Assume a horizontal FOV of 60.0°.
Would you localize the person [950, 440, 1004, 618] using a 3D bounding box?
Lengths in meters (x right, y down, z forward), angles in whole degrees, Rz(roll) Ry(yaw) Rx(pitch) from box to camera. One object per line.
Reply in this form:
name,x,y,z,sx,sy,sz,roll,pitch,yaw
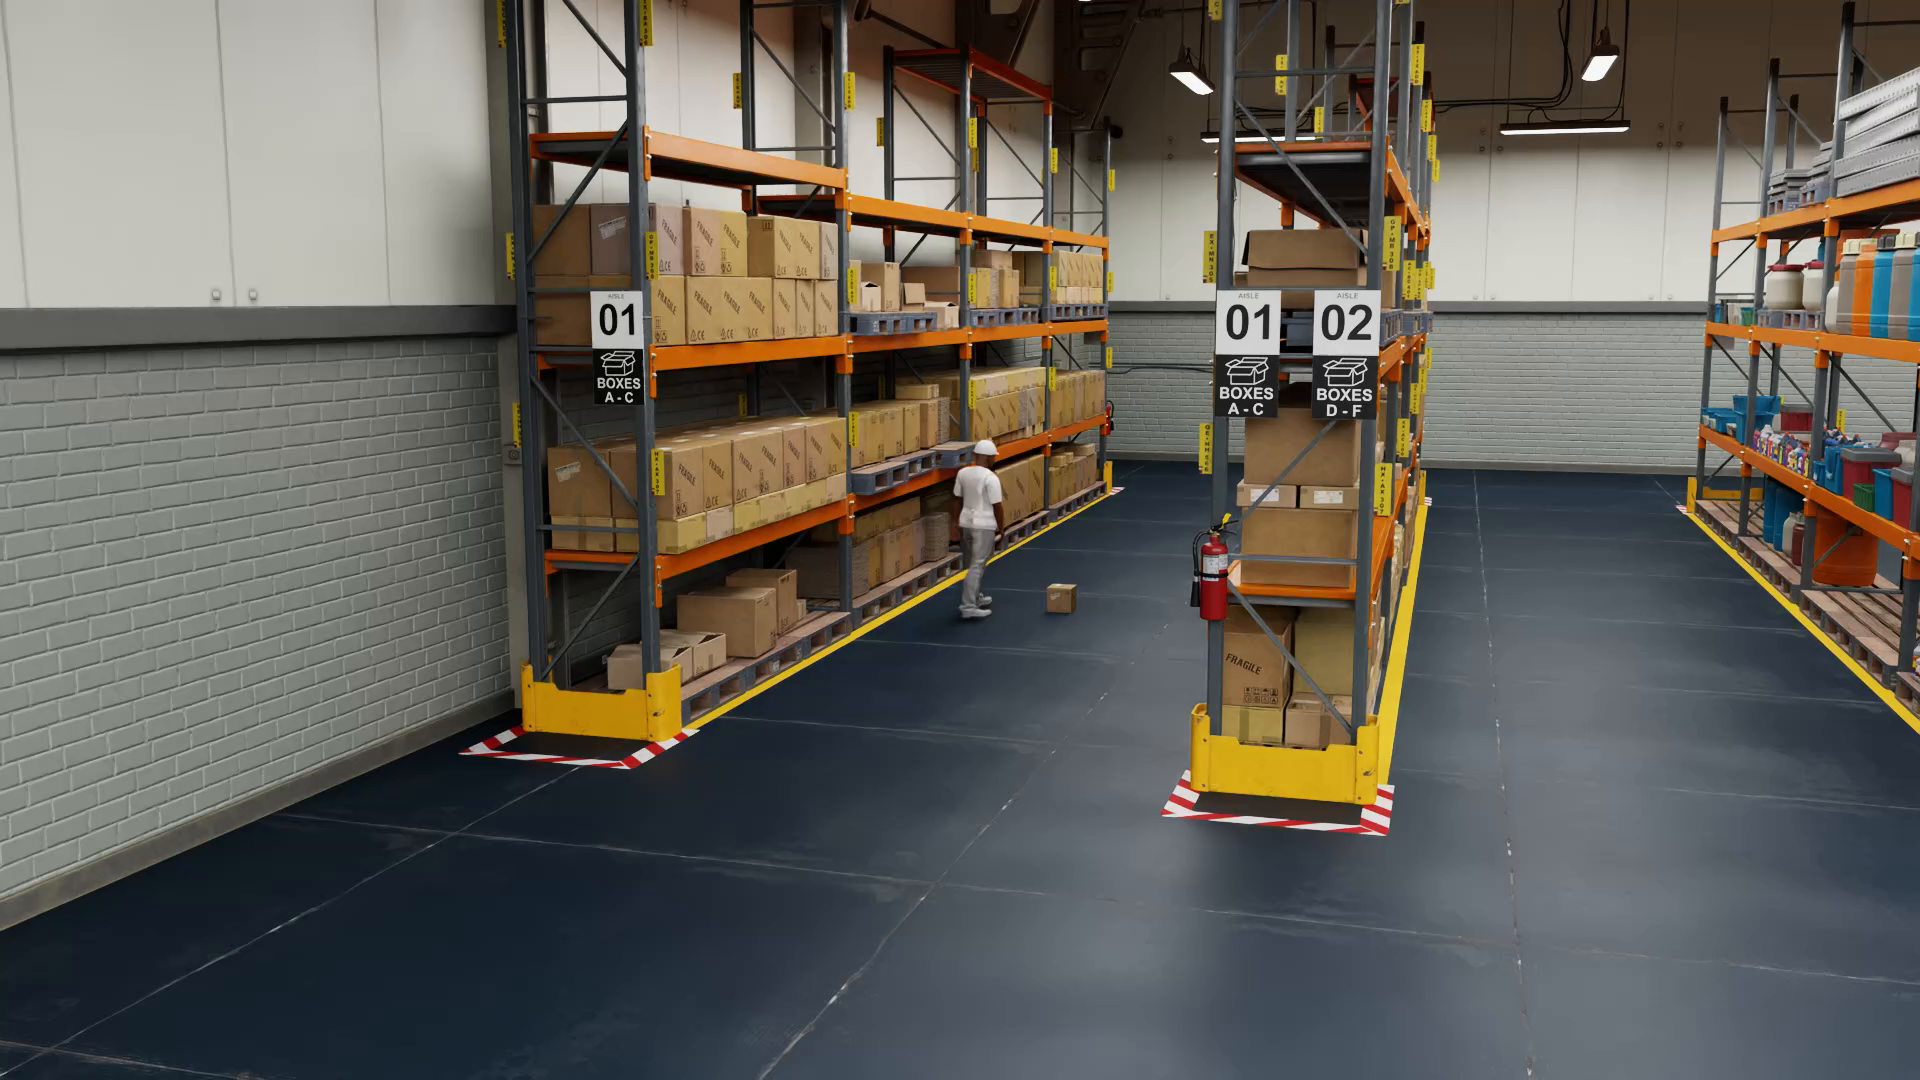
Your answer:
person,0.204,-0.134,16.615,0.708,1.741,0.667,-6,10,-36
